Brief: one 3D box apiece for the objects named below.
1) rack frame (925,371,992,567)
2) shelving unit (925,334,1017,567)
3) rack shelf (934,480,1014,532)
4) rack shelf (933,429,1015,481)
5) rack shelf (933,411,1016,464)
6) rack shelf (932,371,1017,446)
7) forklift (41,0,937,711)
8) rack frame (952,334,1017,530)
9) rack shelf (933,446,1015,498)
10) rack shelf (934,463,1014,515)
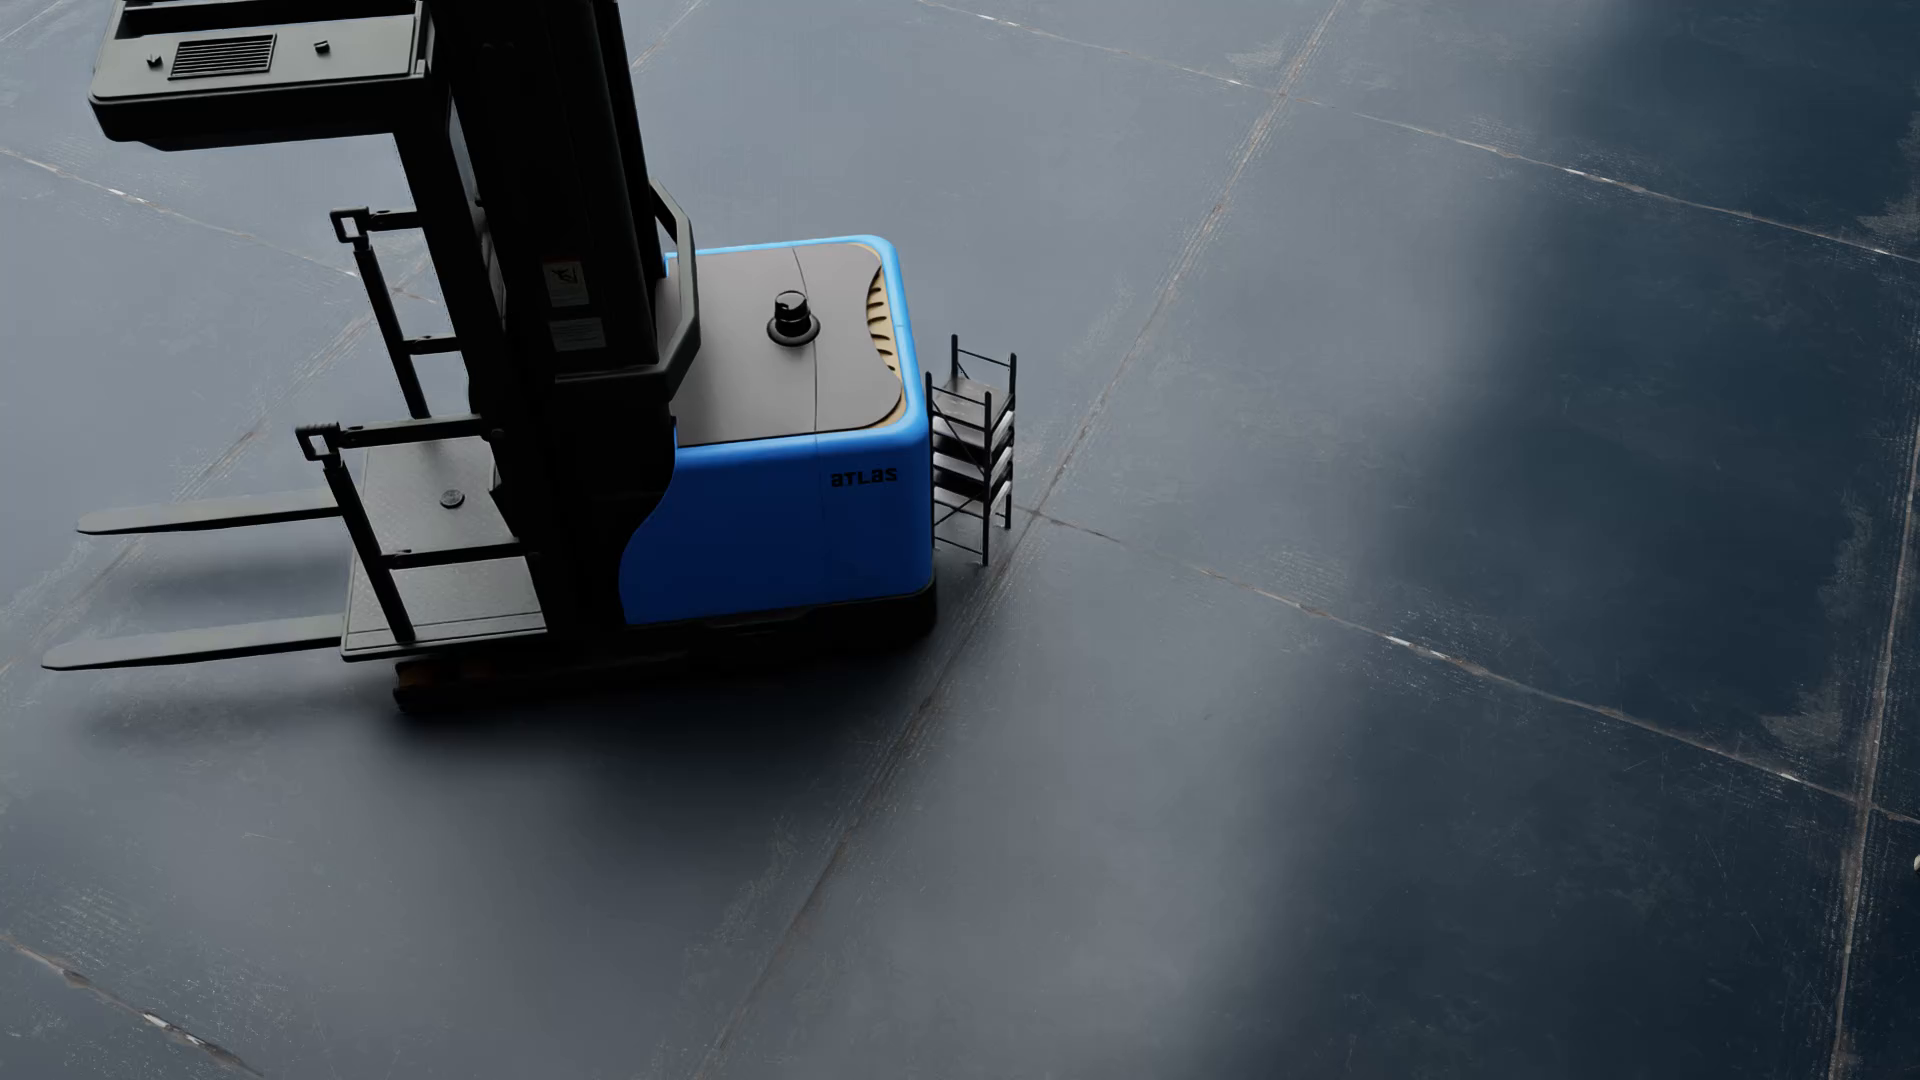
[{"bbox_3d":[-0.006,-0.231,5.856,0.240,0.900,0.006,20,52,16],"label":"rack frame"},{"bbox_3d":[0.038,-0.301,5.915,0.258,0.900,0.210,20,52,16],"label":"shelving unit"},{"bbox_3d":[0.038,-0.163,6.078,0.258,0.077,0.200,20,52,16],"label":"rack shelf"},{"bbox_3d":[0.038,-0.338,5.872,0.258,0.077,0.200,20,52,16],"label":"rack shelf"},{"bbox_3d":[0.038,-0.396,5.804,0.258,0.077,0.200,20,52,16],"label":"rack shelf"},{"bbox_3d":[0.038,-0.455,5.735,0.258,0.077,0.200,20,52,16],"label":"rack shelf"},{"bbox_3d":[-1.643,-0.796,5.003,3.031,2.935,1.130,-6,50,-5],"label":"forklift"},{"bbox_3d":[0.081,-0.371,5.975,0.240,0.900,0.006,20,52,16],"label":"rack frame"},{"bbox_3d":[0.038,-0.280,5.941,0.258,0.077,0.200,20,52,16],"label":"rack shelf"},{"bbox_3d":[0.038,-0.221,6.009,0.258,0.077,0.200,20,52,16],"label":"rack shelf"}]
